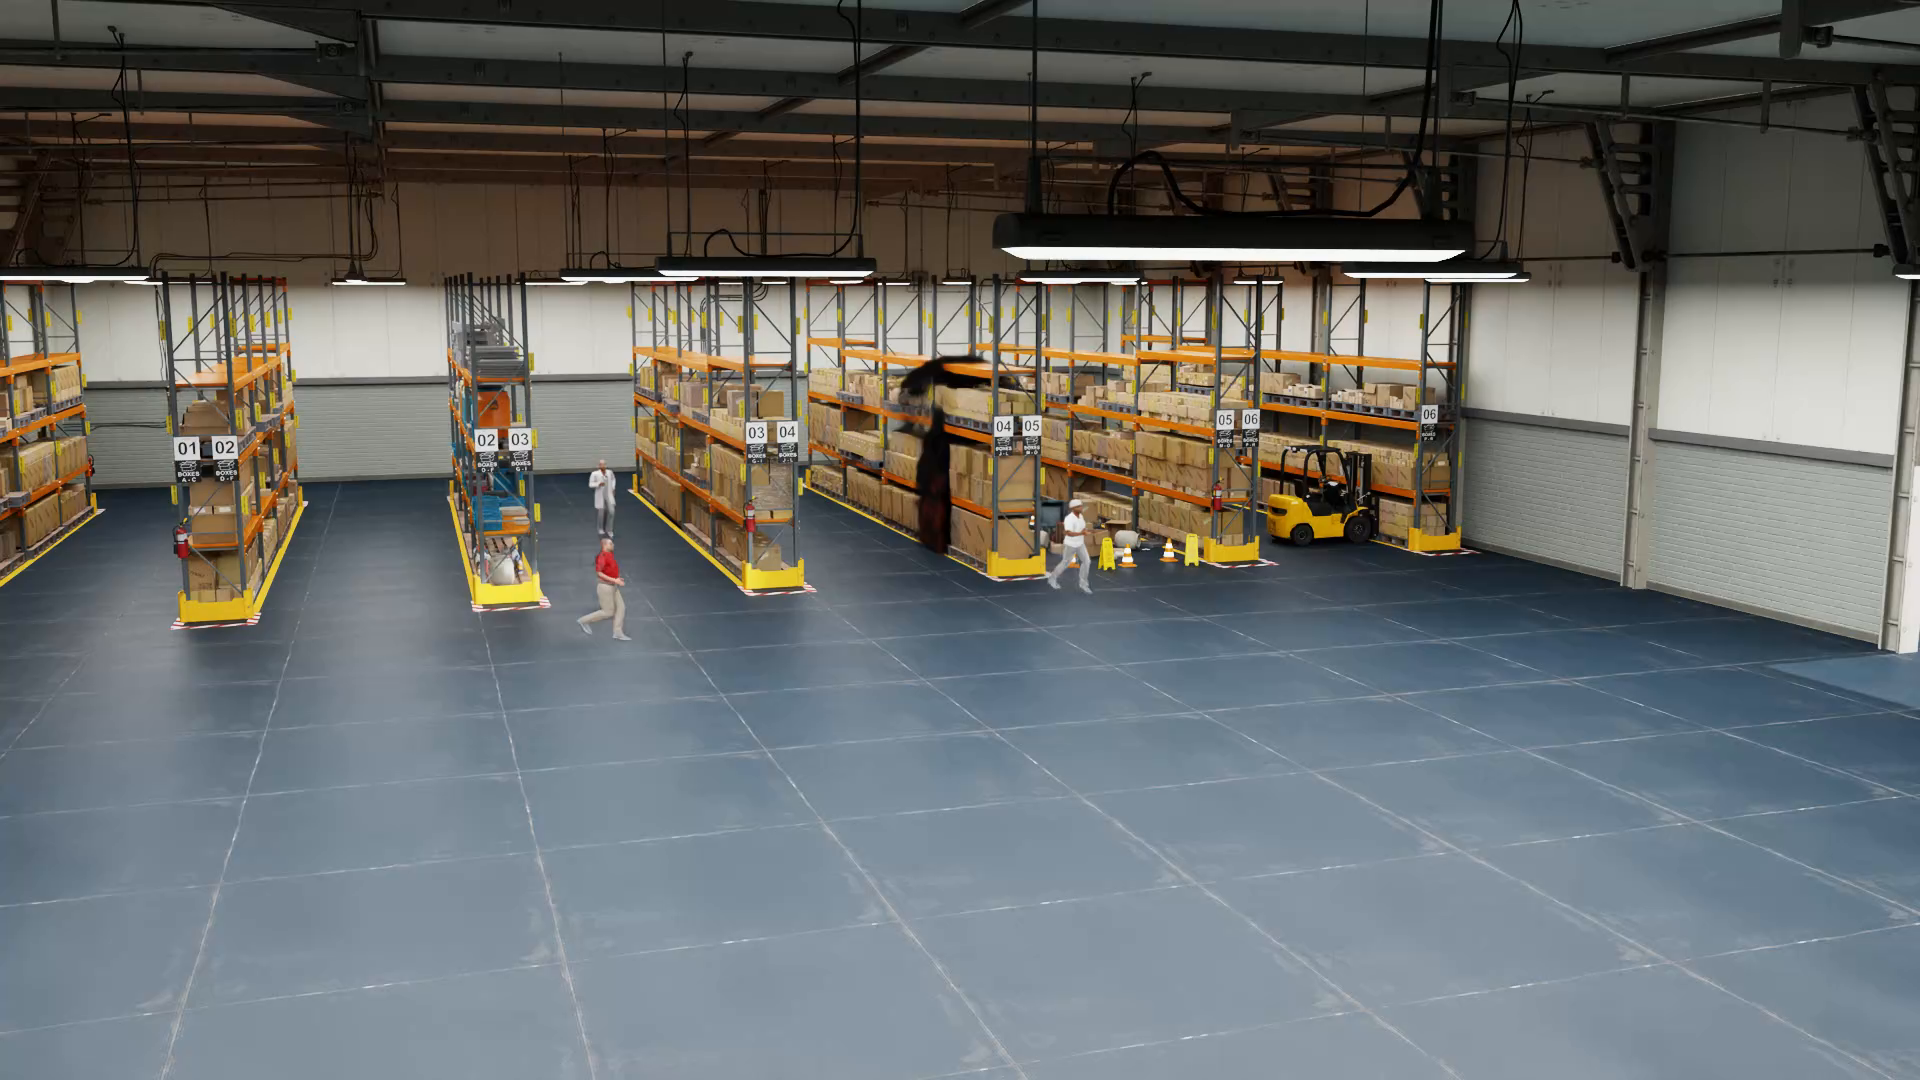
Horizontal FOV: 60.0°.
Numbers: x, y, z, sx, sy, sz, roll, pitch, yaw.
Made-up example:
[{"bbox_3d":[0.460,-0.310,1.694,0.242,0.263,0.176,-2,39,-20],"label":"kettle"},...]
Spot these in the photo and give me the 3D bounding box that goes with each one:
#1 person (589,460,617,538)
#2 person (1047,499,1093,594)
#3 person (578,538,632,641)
[{"bbox_3d":[-8.237,-0.950,38.502,0.685,1.826,0.777,-4,10,-27],"label":"person"},{"bbox_3d":[2.114,0.120,31.479,0.906,1.820,0.671,6,11,35],"label":"person"},{"bbox_3d":[-5.808,0.814,27.180,0.853,1.723,0.641,0,9,0],"label":"person"}]
